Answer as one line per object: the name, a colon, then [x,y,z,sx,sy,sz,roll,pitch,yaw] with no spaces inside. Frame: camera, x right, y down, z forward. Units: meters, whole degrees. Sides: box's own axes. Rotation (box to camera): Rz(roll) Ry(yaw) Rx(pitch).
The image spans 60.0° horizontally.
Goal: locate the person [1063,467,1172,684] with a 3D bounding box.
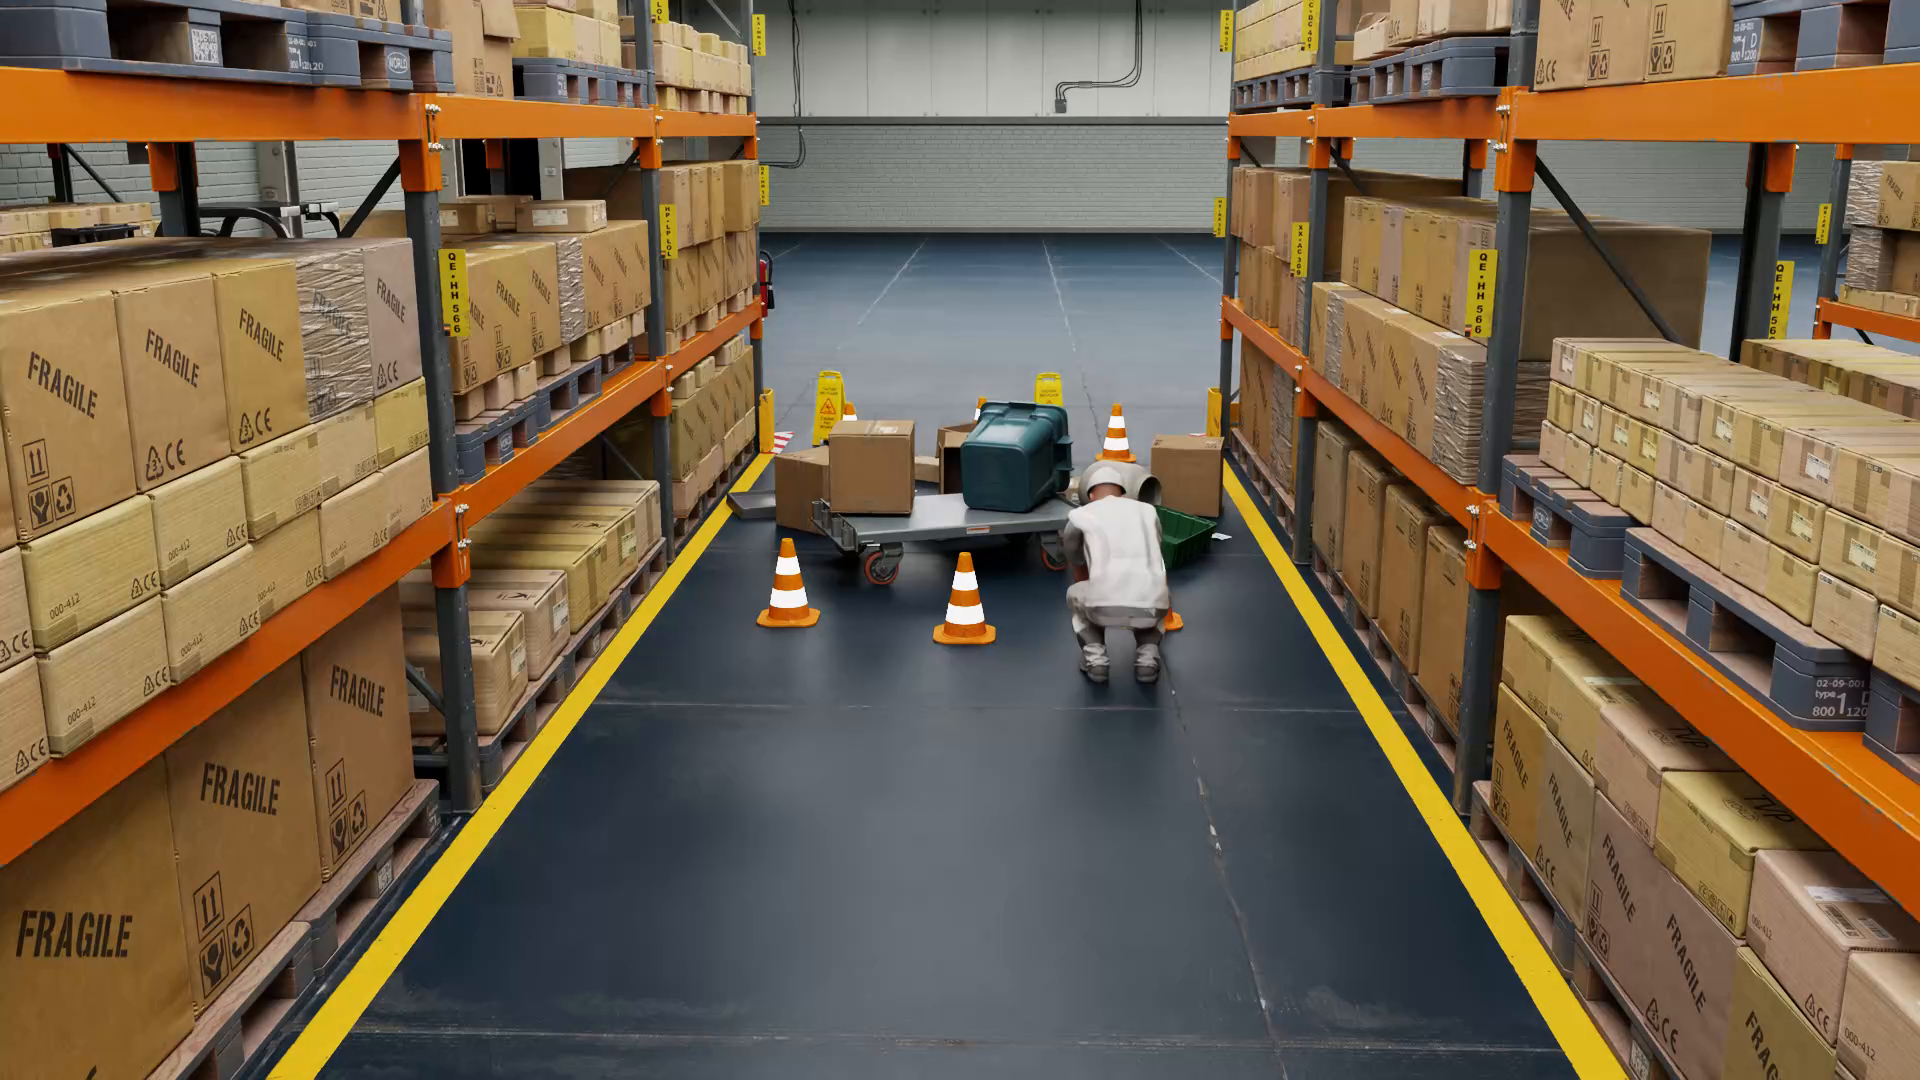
person: [0.800,0.167,8.449,0.552,0.997,0.890,0,14,1]
